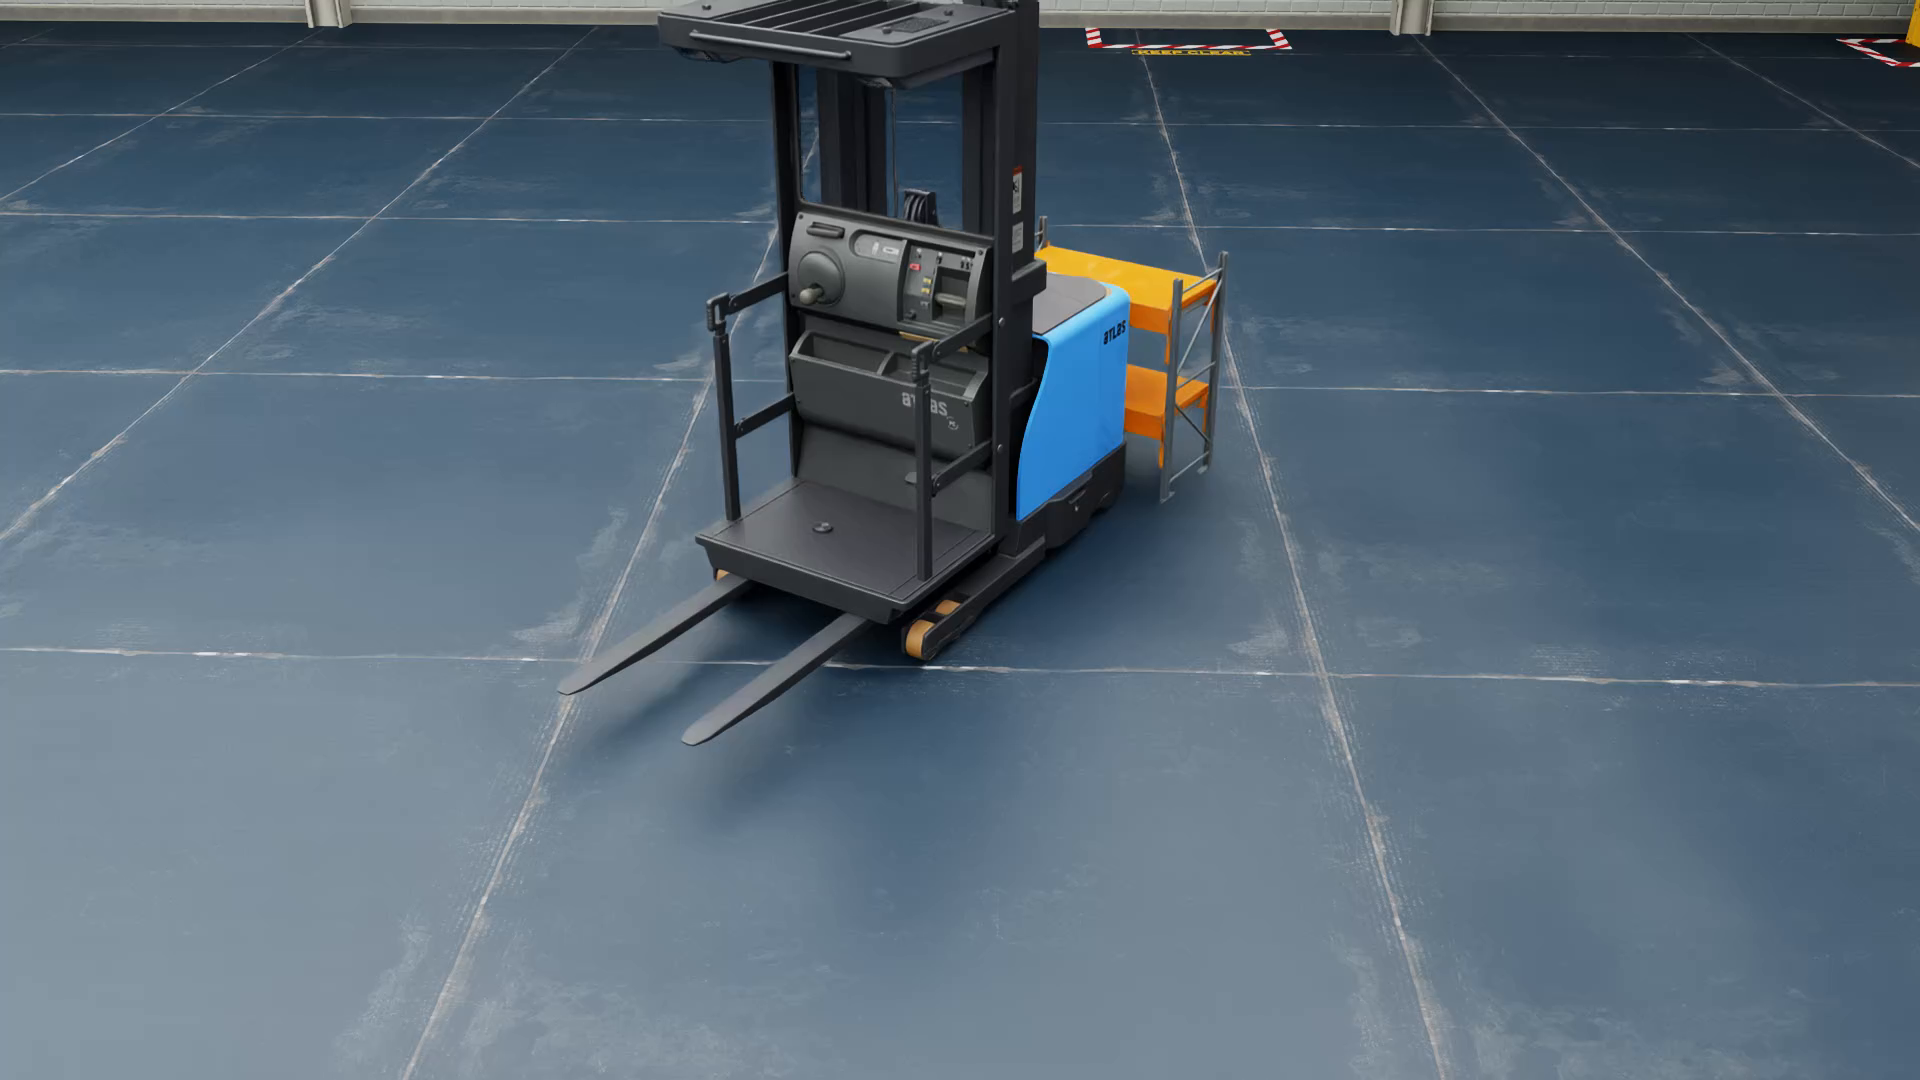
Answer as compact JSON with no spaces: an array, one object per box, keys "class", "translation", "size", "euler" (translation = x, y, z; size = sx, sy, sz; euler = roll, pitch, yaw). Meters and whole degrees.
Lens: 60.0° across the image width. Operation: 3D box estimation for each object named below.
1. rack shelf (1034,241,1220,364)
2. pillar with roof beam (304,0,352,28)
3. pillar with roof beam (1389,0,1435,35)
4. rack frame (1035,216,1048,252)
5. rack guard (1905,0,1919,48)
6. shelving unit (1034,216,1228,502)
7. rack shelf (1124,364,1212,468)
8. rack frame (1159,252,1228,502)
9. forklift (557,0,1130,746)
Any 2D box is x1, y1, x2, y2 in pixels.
[{"class":"rack shelf","translation":[0.709,-1.177,8.145],"size":[1.000,0.278,0.538],"euler":[18,33,30]},{"class":"pillar with roof beam","translation":[-7.205,-7.737,12.737],"size":[0.400,9.000,9.100],"euler":[1,28,2]},{"class":"pillar with roof beam","translation":[4.788,-7.539,12.363],"size":[0.400,9.000,9.100],"euler":[1,28,2]},{"class":"rack frame","translation":[0.292,-1.054,8.537],"size":[0.032,1.125,0.500],"euler":[18,33,30]},{"class":"rack guard","translation":[10.282,-5.305,17.223],"size":[0.348,0.500,1.175],"euler":[1,28,2]},{"class":"shelving unit","translation":[0.709,-0.919,8.282],"size":[1.048,1.125,0.538],"euler":[18,33,30]},{"class":"rack shelf","translation":[0.709,-0.702,8.396],"size":[1.000,0.278,0.538],"euler":[18,33,30]},{"class":"rack frame","translation":[1.127,-0.783,8.026],"size":[0.032,1.125,0.500],"euler":[18,33,30]},{"class":"forklift","translation":[-0.416,-1.051,6.603],"size":[1.130,2.935,3.031],"euler":[17,32,28]}]
